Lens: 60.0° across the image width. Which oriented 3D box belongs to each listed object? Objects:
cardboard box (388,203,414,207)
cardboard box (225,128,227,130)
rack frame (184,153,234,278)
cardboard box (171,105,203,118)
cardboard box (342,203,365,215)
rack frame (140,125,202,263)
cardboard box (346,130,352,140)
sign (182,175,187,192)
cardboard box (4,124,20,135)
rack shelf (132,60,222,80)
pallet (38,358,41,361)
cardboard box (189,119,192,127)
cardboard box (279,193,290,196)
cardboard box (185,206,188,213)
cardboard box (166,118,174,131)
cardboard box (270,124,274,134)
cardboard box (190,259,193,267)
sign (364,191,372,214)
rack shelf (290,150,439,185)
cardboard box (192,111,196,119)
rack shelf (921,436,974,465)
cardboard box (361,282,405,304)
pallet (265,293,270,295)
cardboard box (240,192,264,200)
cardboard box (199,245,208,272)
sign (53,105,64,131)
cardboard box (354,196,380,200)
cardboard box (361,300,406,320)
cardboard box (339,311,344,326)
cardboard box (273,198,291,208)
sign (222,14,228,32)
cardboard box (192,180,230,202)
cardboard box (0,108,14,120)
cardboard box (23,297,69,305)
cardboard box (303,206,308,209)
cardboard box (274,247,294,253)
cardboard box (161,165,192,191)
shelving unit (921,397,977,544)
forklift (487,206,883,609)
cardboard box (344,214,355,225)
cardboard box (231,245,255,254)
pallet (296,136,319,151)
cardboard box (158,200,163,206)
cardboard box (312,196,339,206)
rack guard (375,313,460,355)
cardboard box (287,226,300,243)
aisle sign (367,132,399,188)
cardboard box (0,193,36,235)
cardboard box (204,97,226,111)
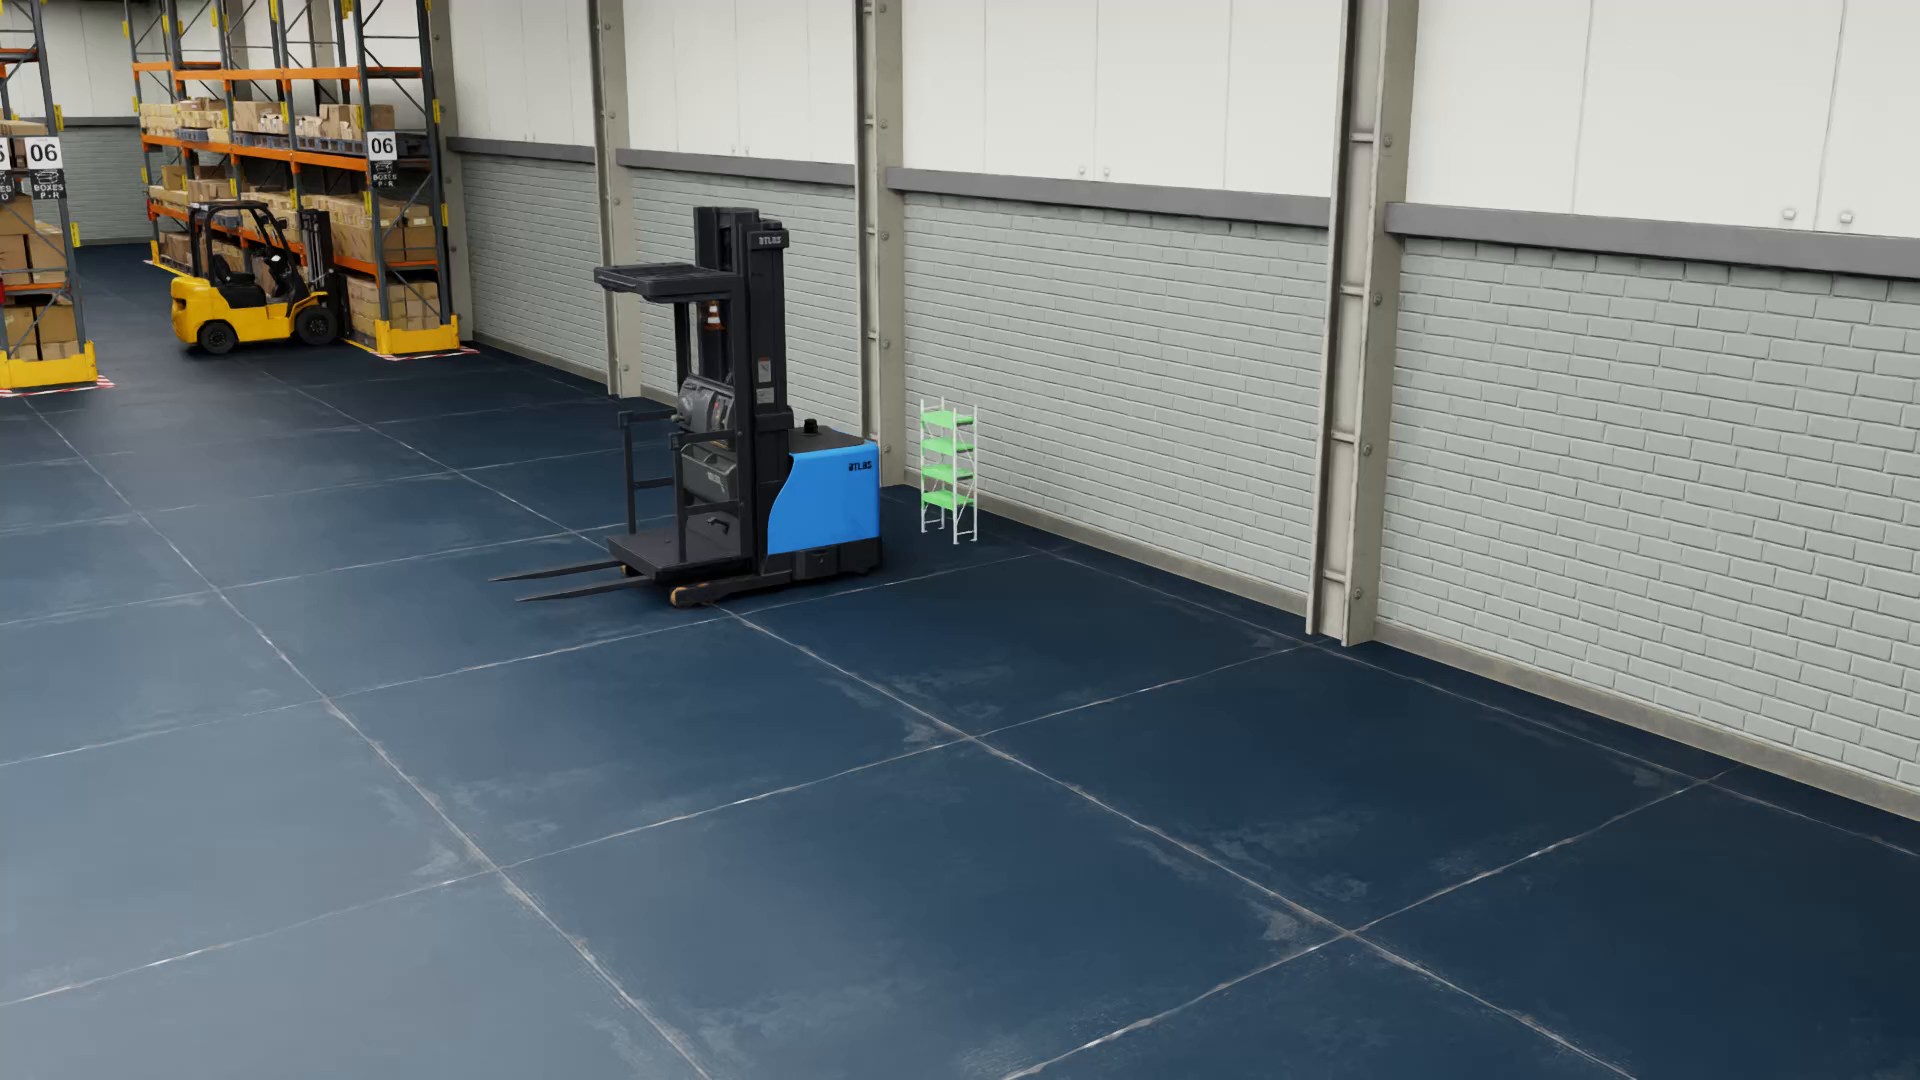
[{"bbox_3d":[-8.468,-5.034,25.303,0.380,0.149,0.250,-10,18,-33],"label":"cardboard box"},{"bbox_3d":[-13.394,-7.681,30.803,0.380,0.149,0.250,-11,19,-36],"label":"cardboard box"},{"bbox_3d":[-15.206,-6.871,33.999,1.000,3.000,0.127,-11,19,-35],"label":"rack frame"},{"bbox_3d":[-15.698,-8.701,33.775,0.500,0.250,0.500,-11,19,-34],"label":"cardboard box"},{"bbox_3d":[-9.206,-5.060,25.399,0.380,0.149,0.250,-10,18,-33],"label":"cardboard box"},{"bbox_3d":[-17.558,-7.725,37.120,1.000,3.000,0.127,-11,19,-35],"label":"rack frame"},{"bbox_3d":[-8.883,-6.015,24.680,0.380,0.149,0.250,-12,19,-36],"label":"cardboard box"},{"bbox_3d":[-15.640,-7.203,33.571,0.100,0.325,0.005,-11,19,-35],"label":"sign"},{"bbox_3d":[-12.368,-5.407,21.932,0.380,0.149,0.250,-11,19,-35],"label":"cardboard box"},{"bbox_3d":[-16.382,-9.843,34.863,1.077,0.370,4.000,-11,19,-35],"label":"rack shelf"},{"bbox_3d":[-12.657,-2.388,22.900,1.003,0.211,1.213,-11,19,-35],"label":"pallet"},{"bbox_3d":[-14.750,-8.104,32.313,0.380,0.149,0.250,-11,19,-35],"label":"cardboard box"},{"bbox_3d":[-12.152,-6.237,30.263,0.380,0.149,0.250,-11,19,-35],"label":"cardboard box"},{"bbox_3d":[-15.768,-6.831,34.329,0.380,0.149,0.250,-10,18,-33],"label":"cardboard box"},{"bbox_3d":[-16.006,-8.563,34.218,0.500,0.250,0.500,-12,19,-36],"label":"cardboard box"},{"bbox_3d":[-11.394,-6.927,28.012,0.380,0.149,0.250,-11,19,-35],"label":"cardboard box"},{"bbox_3d":[-15.771,-5.772,34.588,0.380,0.149,0.250,-12,19,-36],"label":"cardboard box"},{"bbox_3d":[-8.597,-4.900,24.156,0.100,0.325,0.005,-11,19,-35],"label":"sign"},{"bbox_3d":[-9.326,-5.836,25.896,1.077,0.370,4.000,-11,19,-35],"label":"rack shelf"},{"bbox_3d":[-14.572,-8.195,32.080,0.380,0.149,0.250,-11,19,-34],"label":"cardboard box"},{"bbox_3d":[-0.097,-0.784,14.500,0.258,0.148,0.480,-11,19,-35],"label":"rack shelf"},{"bbox_3d":[-8.673,-3.717,24.995,0.500,0.250,0.500,-10,18,-33],"label":"cardboard box"},{"bbox_3d":[-12.402,-4.490,30.582,1.003,0.211,1.213,-11,19,-35],"label":"pallet"},{"bbox_3d":[-12.905,-6.264,30.364,0.380,0.149,0.250,-10,18,-33],"label":"cardboard box"},{"bbox_3d":[-15.104,-5.730,33.769,0.500,0.500,0.500,-10,18,-32],"label":"cardboard box"},{"bbox_3d":[-11.724,-5.490,21.616,0.100,0.325,0.005,-11,19,-35],"label":"sign"},{"bbox_3d":[-9.592,-5.488,26.964,0.380,0.149,0.250,-11,19,-36],"label":"cardboard box"},{"bbox_3d":[-8.689,-3.482,25.081,0.500,0.250,0.500,-11,19,-35],"label":"cardboard box"},{"bbox_3d":[-9.577,-3.560,26.313,0.500,0.250,0.500,-10,18,-33],"label":"cardboard box"},{"bbox_3d":[-11.658,-5.831,28.780,0.380,0.149,0.250,-11,19,-34],"label":"cardboard box"},{"bbox_3d":[-14.761,-10.379,33.382,0.100,0.325,0.005,-11,19,-35],"label":"sign"},{"bbox_3d":[-14.798,-6.873,33.022,0.700,0.500,0.500,-11,19,-34],"label":"cardboard box"},{"bbox_3d":[-14.836,-6.502,25.509,0.500,0.250,0.500,-11,19,-36],"label":"cardboard box"},{"bbox_3d":[-12.739,-3.107,23.237,0.500,0.500,0.500,-12,19,-37],"label":"cardboard box"},{"bbox_3d":[-10.528,-5.415,27.261,0.380,0.149,0.250,-11,19,-35],"label":"cardboard box"},{"bbox_3d":[-12.909,-5.487,31.651,0.380,0.149,0.250,-10,18,-32],"label":"cardboard box"},{"bbox_3d":[-16.627,-7.699,35.325,0.500,0.500,0.500,-10,18,-33],"label":"cardboard box"},{"bbox_3d":[-0.097,-0.614,14.547,0.258,1.200,0.503,-11,19,-35],"label":"shelving unit"},{"bbox_3d":[-2.150,-1.046,12.846,3.031,2.935,1.130,-10,18,-32],"label":"forklift"},{"bbox_3d":[-9.190,-4.920,25.451,0.380,0.149,0.250,-12,19,-36],"label":"cardboard box"},{"bbox_3d":[-13.773,-5.573,31.967,0.380,0.149,0.250,-10,18,-33],"label":"cardboard box"},{"bbox_3d":[-9.980,-6.389,26.723,1.003,0.211,1.213,-11,19,-35],"label":"pallet"},{"bbox_3d":[-17.400,-7.444,36.569,0.380,0.149,0.250,-10,18,-33],"label":"cardboard box"},{"bbox_3d":[-10.314,-5.514,27.060,0.380,0.149,0.250,-11,19,-34],"label":"cardboard box"},{"bbox_3d":[-8.136,-3.098,24.948,1.175,0.500,0.348,-11,19,-35],"label":"rack guard"},{"bbox_3d":[-11.010,-5.158,28.022,0.500,0.250,0.500,-10,18,-33],"label":"cardboard box"},{"bbox_3d":[-8.349,-5.503,24.076,0.394,0.787,0.004,-11,19,-35],"label":"aisle sign"},{"bbox_3d":[-12.640,-4.287,21.909,0.700,0.500,0.500,-11,19,-36],"label":"cardboard box"},{"bbox_3d":[-14.788,-8.685,33.086,0.396,0.266,0.258,-11,19,-35],"label":"cardboard box"}]
